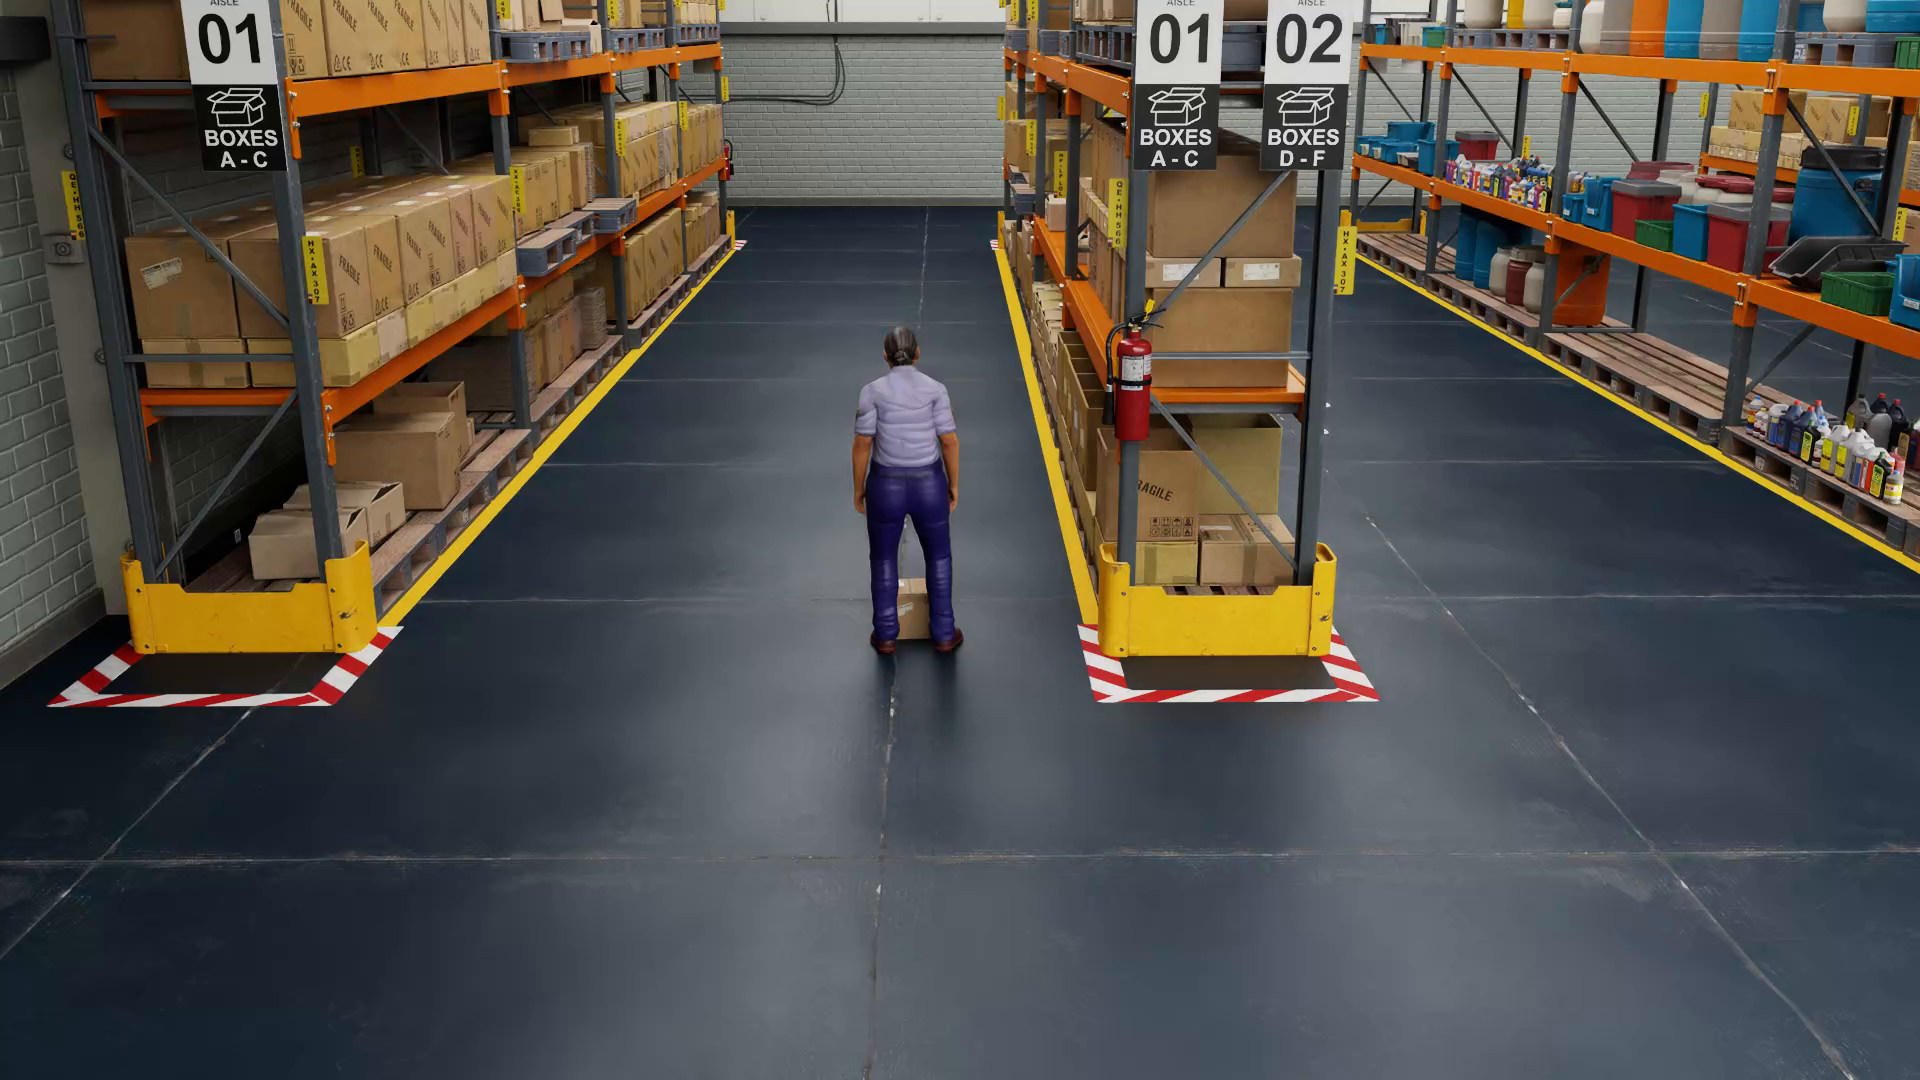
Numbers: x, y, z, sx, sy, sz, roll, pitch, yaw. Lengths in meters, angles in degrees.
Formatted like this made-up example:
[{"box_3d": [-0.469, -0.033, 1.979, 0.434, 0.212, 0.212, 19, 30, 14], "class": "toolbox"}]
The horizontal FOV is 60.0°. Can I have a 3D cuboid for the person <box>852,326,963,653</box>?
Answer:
[{"box_3d": [-0.257, -0.235, 8.323, 0.557, 1.648, 0.367, -1, 17, -3], "class": "person"}]
